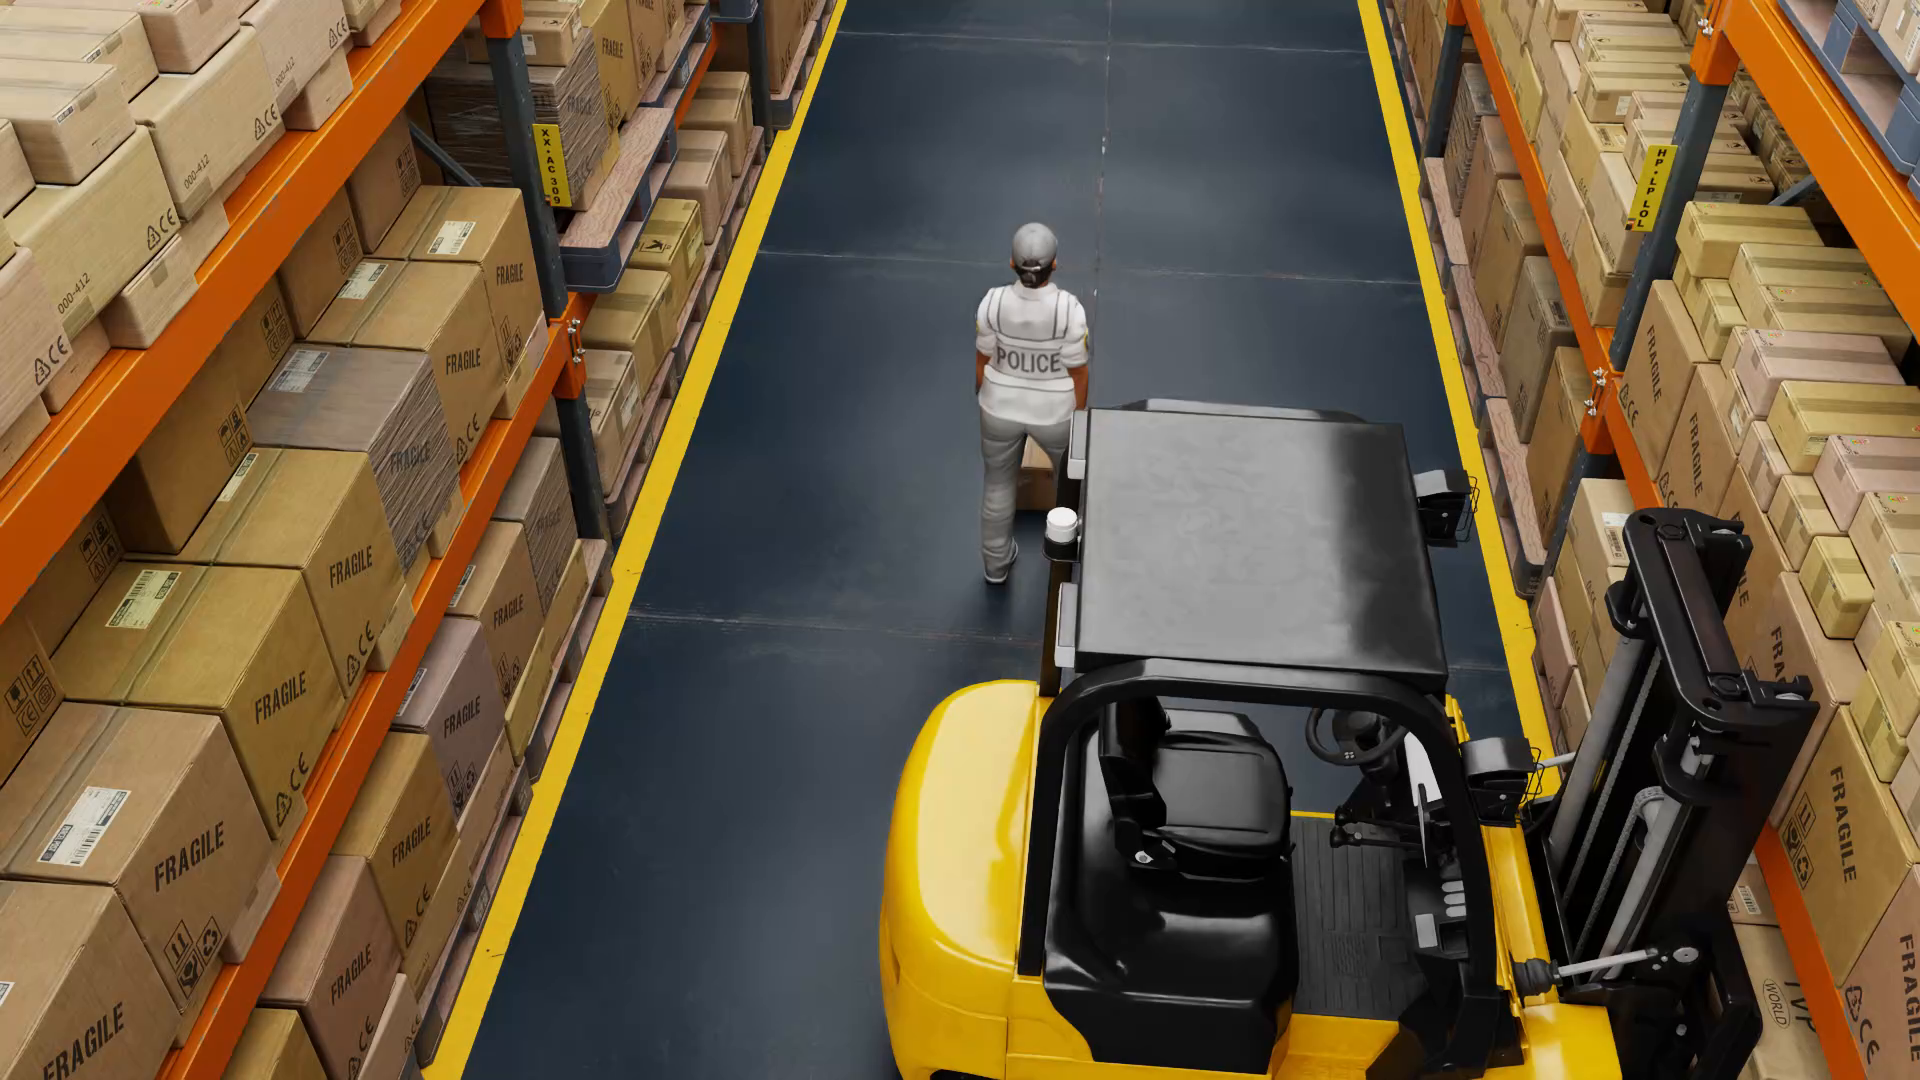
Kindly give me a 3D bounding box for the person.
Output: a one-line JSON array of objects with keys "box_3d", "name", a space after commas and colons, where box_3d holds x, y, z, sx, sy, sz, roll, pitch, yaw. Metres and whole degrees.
[{"box_3d": [0.311, -0.585, 6.792, 0.488, 1.598, 0.447, 6, 41, 8], "name": "person"}]
